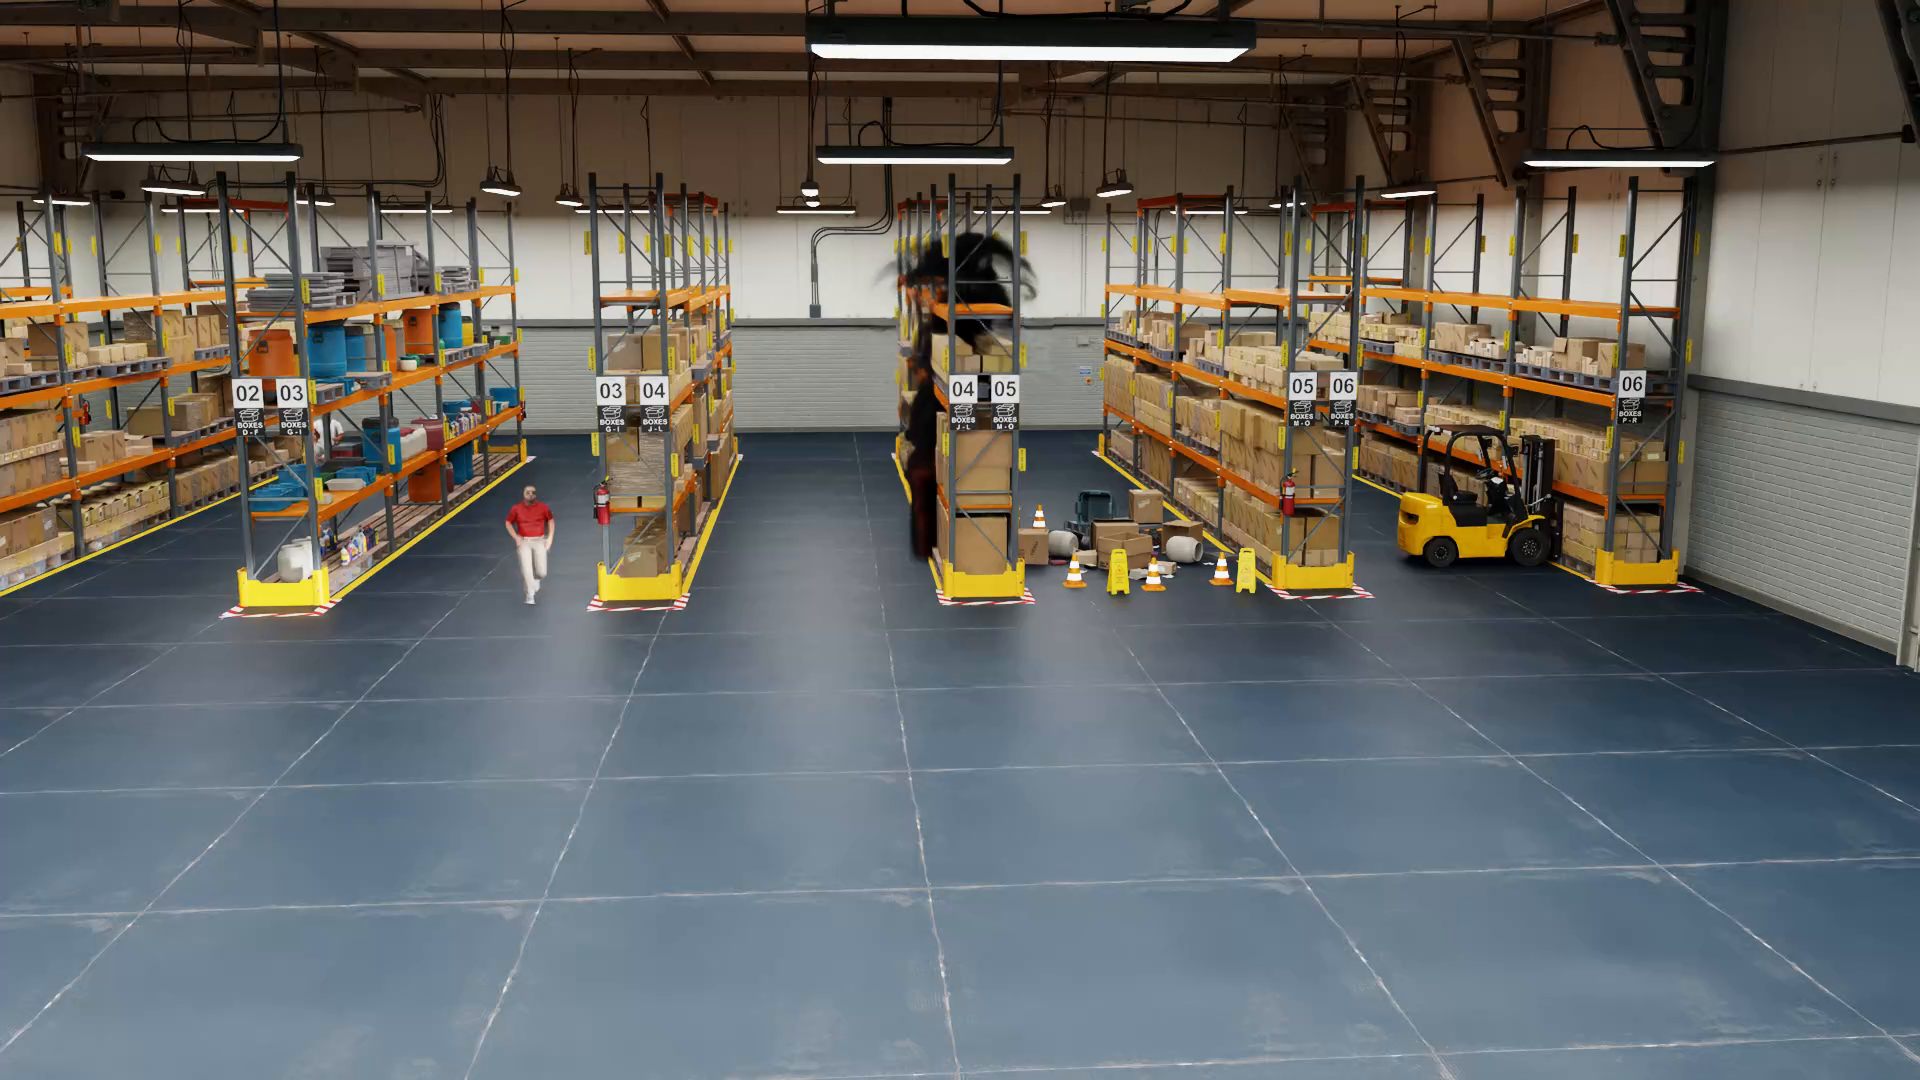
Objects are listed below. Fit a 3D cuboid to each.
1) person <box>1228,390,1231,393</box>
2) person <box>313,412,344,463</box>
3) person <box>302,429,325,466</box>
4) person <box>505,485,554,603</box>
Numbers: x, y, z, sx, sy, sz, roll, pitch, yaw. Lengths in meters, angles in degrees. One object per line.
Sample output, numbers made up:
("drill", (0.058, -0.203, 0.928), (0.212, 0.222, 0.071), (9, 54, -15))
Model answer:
("person", (6.051, -2.505, 37.808), (0.712, 1.776, 0.874), (-1, 10, -4))
("person", (-13.119, -1.899, 34.450), (0.690, 1.720, 0.597), (-4, 11, -21))
("person", (-12.161, -1.295, 31.371), (0.513, 1.570, 0.893), (-1, 10, -7))
("person", (-6.094, 0.042, 23.619), (0.684, 1.658, 0.606), (-4, 11, -20))
